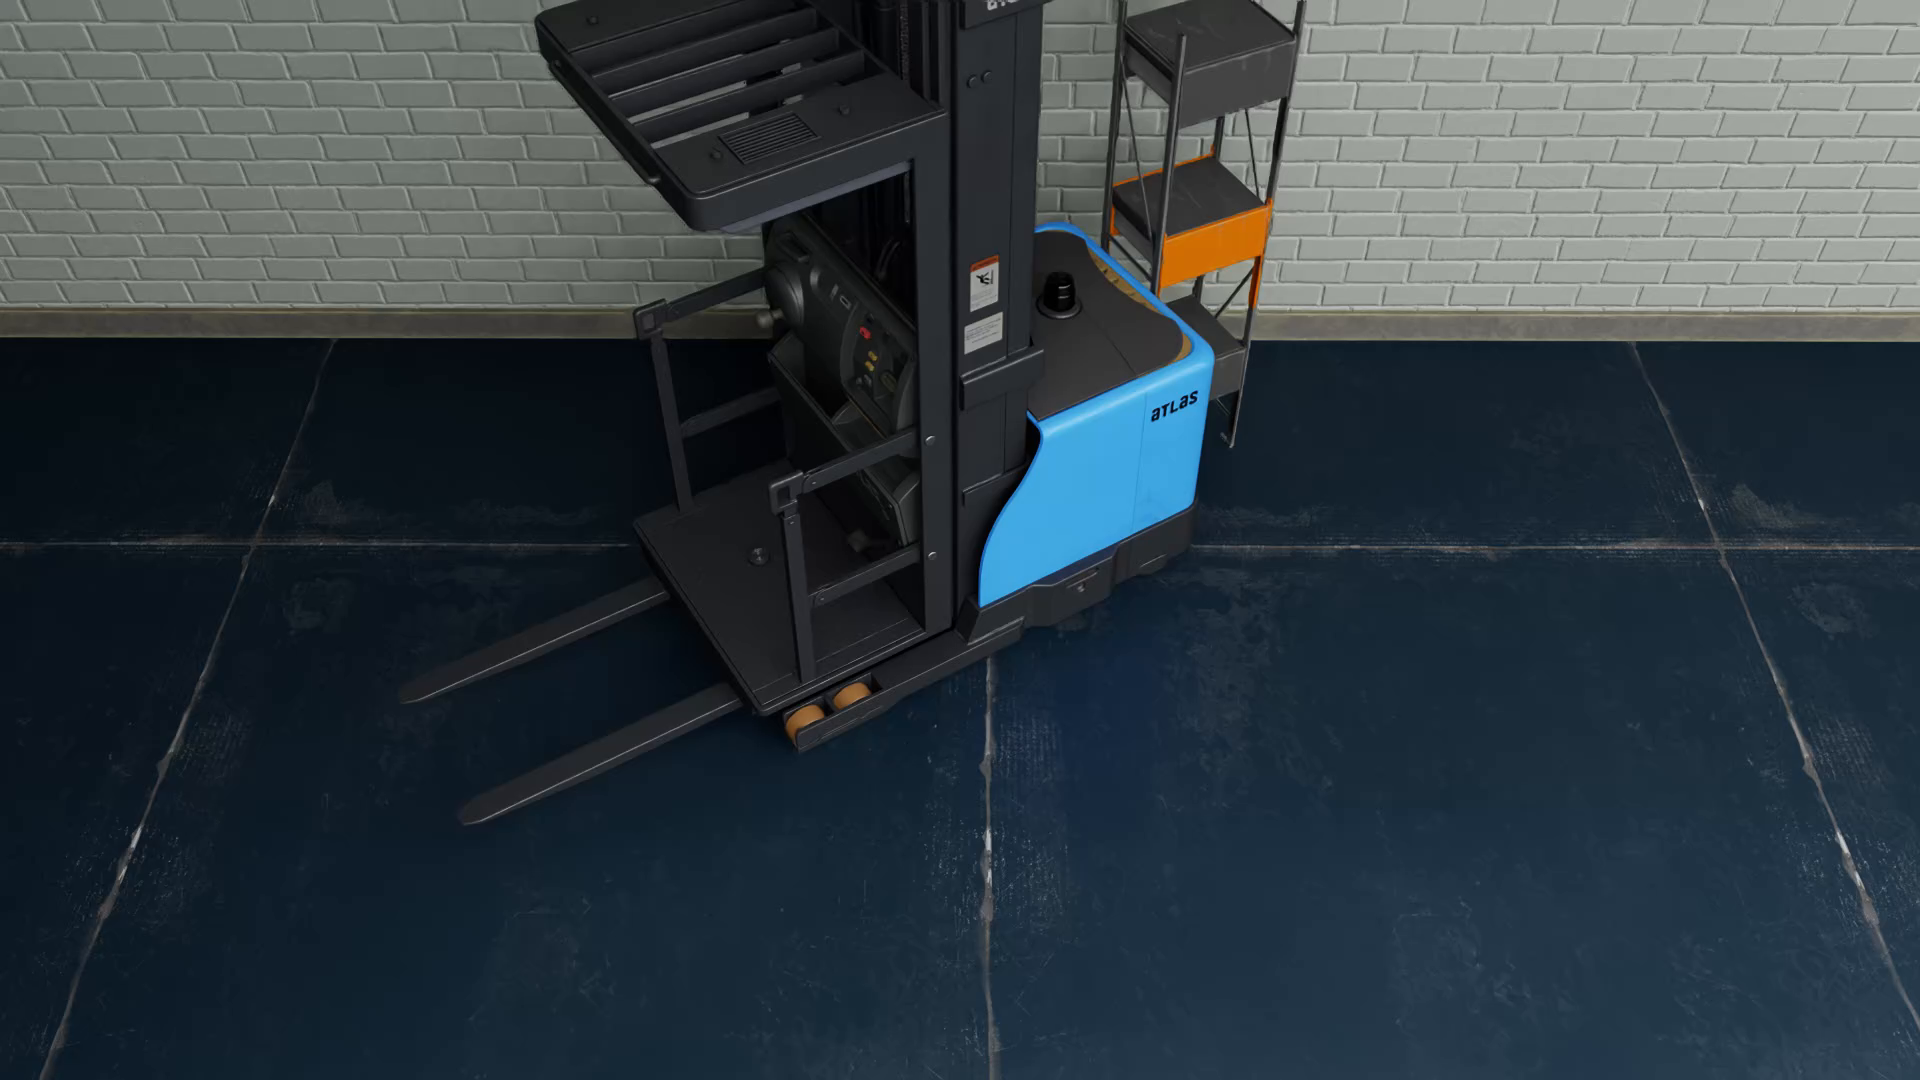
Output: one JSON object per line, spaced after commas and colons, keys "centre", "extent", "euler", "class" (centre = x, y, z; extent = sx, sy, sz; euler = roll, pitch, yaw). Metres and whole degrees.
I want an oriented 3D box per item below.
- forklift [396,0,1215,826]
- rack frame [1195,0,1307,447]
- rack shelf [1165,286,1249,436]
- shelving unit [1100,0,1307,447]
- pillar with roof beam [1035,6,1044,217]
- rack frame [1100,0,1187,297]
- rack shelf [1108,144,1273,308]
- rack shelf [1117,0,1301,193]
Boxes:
{"centre": [-0.581, -0.676, 5.457], "extent": [3.031, 2.935, 1.130], "euler": [-25, 52, -21], "class": "forklift"}
{"centre": [1.087, -1.248, 6.558], "extent": [0.015, 2.100, 0.400], "euler": [-21, 50, -18], "class": "rack frame"}
{"centre": [0.870, -0.680, 7.004], "extent": [0.480, 0.518, 0.431], "euler": [-21, 50, -18], "class": "rack shelf"}
{"centre": [0.870, -1.166, 6.482], "extent": [0.503, 2.100, 0.431], "euler": [-21, 50, -18], "class": "shelving unit"}
{"centre": [0.096, -0.757, 1.388], "extent": [0.400, 9.000, 9.100], "euler": [0, 47, 0], "class": "pillar with roof beam"}
{"centre": [0.654, -1.084, 6.405], "extent": [0.015, 2.100, 0.400], "euler": [-21, 50, -18], "class": "rack frame"}
{"centre": [0.870, -1.157, 6.492], "extent": [0.480, 0.518, 0.431], "euler": [-21, 50, -18], "class": "rack shelf"}
{"centre": [0.870, -1.634, 5.979], "extent": [0.480, 0.518, 0.431], "euler": [-21, 50, -18], "class": "rack shelf"}
